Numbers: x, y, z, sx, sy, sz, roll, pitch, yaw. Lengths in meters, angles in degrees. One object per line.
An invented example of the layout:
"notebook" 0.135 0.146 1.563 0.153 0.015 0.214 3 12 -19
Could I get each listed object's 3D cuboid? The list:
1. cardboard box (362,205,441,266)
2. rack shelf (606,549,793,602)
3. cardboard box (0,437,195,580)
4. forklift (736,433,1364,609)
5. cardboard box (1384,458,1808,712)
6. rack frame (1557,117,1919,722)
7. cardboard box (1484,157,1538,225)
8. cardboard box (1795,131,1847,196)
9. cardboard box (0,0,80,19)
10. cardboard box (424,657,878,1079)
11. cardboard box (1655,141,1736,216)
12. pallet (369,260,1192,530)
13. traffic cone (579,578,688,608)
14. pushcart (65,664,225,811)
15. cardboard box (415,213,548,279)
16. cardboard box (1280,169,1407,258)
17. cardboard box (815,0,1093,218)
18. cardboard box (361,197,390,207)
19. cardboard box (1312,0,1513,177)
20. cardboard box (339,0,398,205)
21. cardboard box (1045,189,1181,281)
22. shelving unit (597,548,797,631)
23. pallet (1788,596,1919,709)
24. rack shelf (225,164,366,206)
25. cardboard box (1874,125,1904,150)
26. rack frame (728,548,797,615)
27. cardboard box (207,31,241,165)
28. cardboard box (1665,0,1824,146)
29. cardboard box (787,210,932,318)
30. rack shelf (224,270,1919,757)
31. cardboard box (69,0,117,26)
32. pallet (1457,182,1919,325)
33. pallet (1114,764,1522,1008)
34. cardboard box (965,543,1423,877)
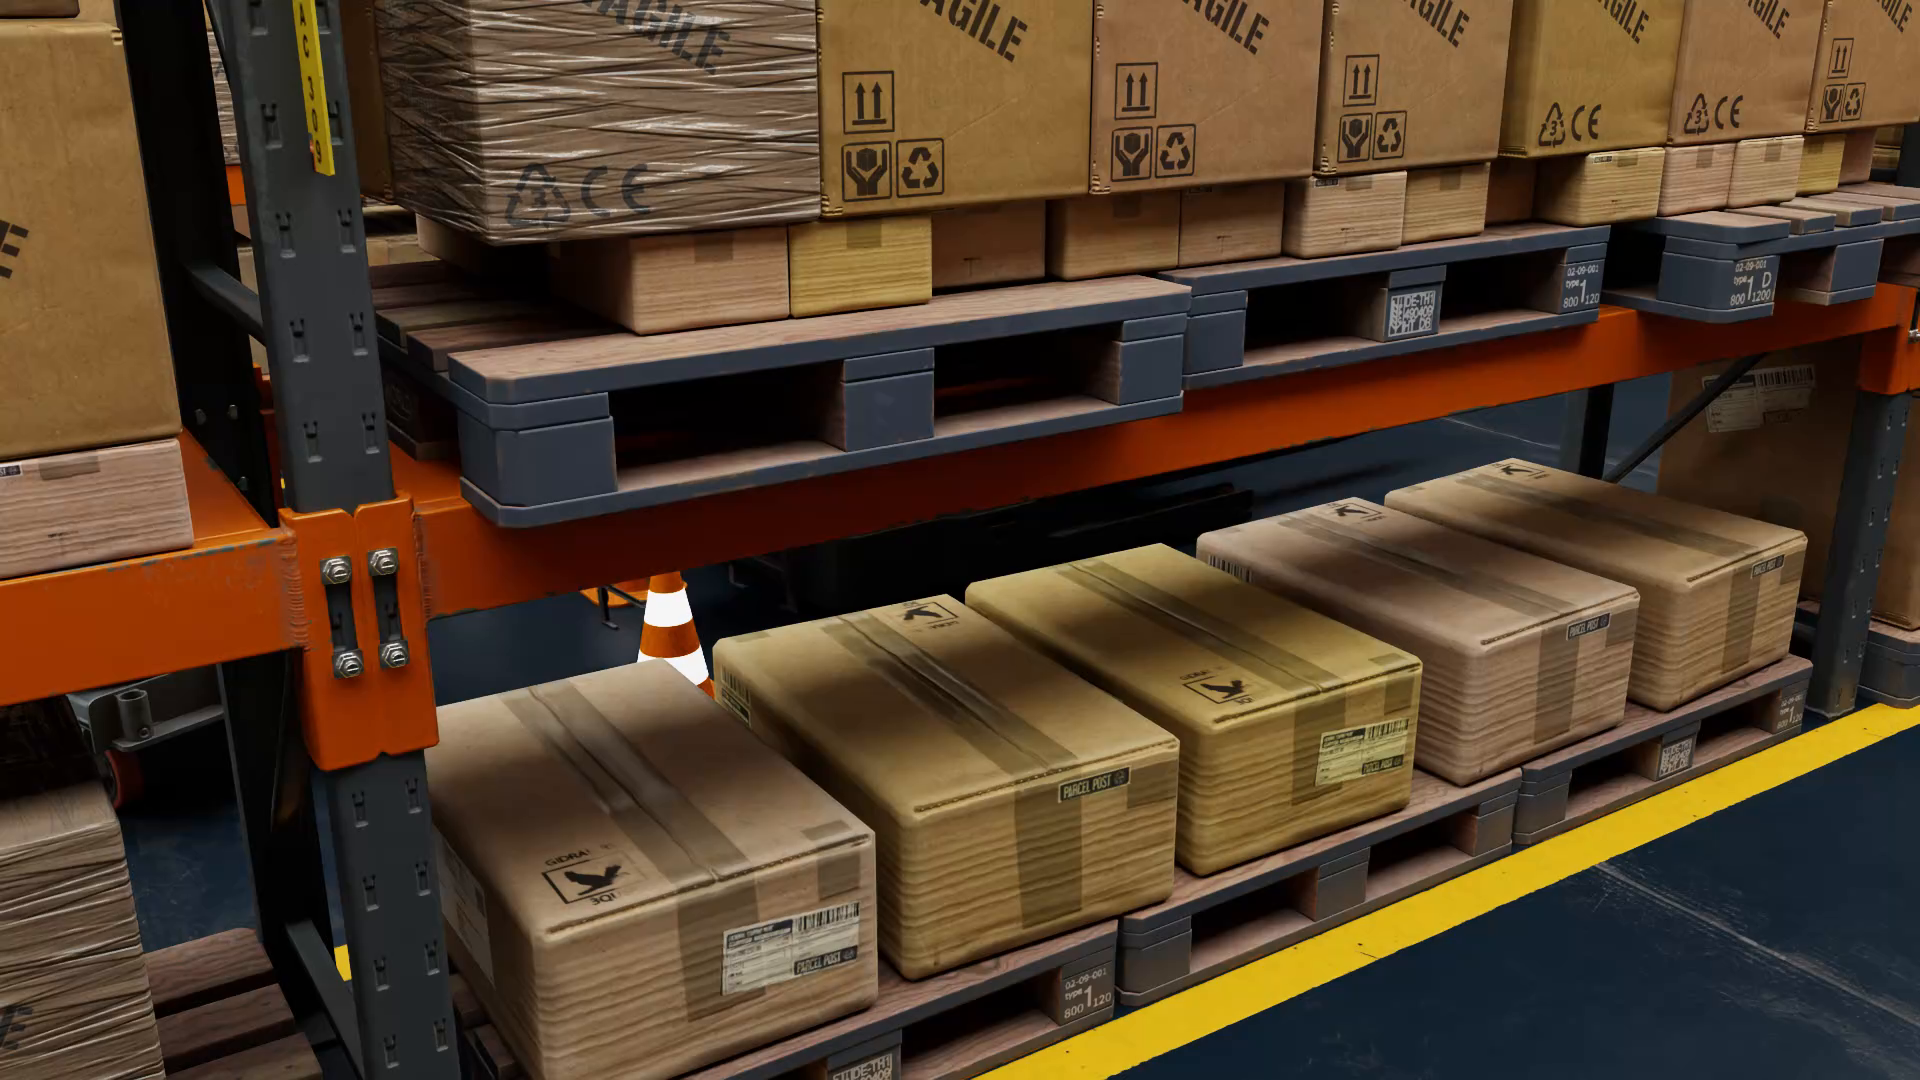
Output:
"cardboard box" -2.627 -1.086 7.631 0.750 0.750 1.050 -12 22 -31
"rack shelf" -0.870 -0.061 5.317 0.480 0.518 0.431 -18 24 -35
"cardboard box" -1.198 -0.087 2.212 0.250 0.149 0.380 -12 22 -32
"forklift" 0.502 -1.508 6.129 3.031 2.935 1.130 -13 23 -34
"cardboard box" 1.766 0.094 4.731 0.625 0.372 0.950 -14 23 -35
"rack frame" 2.244 -1.049 4.664 0.127 3.000 1.000 -12 22 -31
"cardboard box" 1.014 -0.780 3.606 0.250 0.149 0.380 -12 22 -31
"cardboard box" 1.915 -0.942 4.083 0.250 0.149 0.380 -12 22 -31
"cardboard box" -1.584 -0.987 2.299 0.500 0.500 0.700 -12 22 -32
"cardboard box" -0.660 0.608 3.209 0.625 0.372 0.950 -12 22 -31
"cardboard box" 1.515 -0.843 3.792 0.250 0.149 0.380 -13 23 -34
"pallet" -0.379 -0.349 2.894 1.213 0.211 1.003 -12 22 -31
"traffic cone" -1.139 -0.054 5.682 0.334 0.463 0.336 -12 22 -31
"pushcart" -2.393 0.297 4.778 1.648 0.377 0.936 13 23 34
"cardboard box" -0.819 -0.589 3.039 0.250 0.149 0.380 -12 22 -31
"cardboard box" 0.642 -0.659 3.248 0.250 0.149 0.380 -11 22 -29
"cardboard box" -0.130 -0.826 2.728 0.500 0.500 0.500 -12 22 -31
"cardboard box" -4.211 -2.499 12.171 0.500 0.500 0.700 -14 23 -36
"cardboard box" 0.714 -1.003 3.251 0.500 0.500 0.500 -13 23 -34
"cardboard box" -0.837 -0.874 2.871 0.500 0.500 0.500 -12 22 -32
"cardboard box" 0.184 -0.583 3.023 0.250 0.149 0.380 -12 22 -31
"shelving unit" -0.910 -0.733 5.079 0.503 2.100 0.431 -18 24 -35
"pallet" 2.944 0.153 5.462 1.213 0.211 1.003 -12 22 -31
"rack shelf" -2.233 -1.662 7.601 4.000 0.370 1.077 -12 22 -31
"cardboard box" 2.803 -1.238 4.677 0.500 0.250 0.500 -12 22 -32
"rack frame" -0.719 -0.793 5.218 0.015 2.100 0.400 -18 24 -35
"cardboard box" -2.895 -1.808 6.752 0.500 0.500 0.500 -12 22 -31
"cardboard box" 1.591 -1.188 3.798 0.500 0.500 0.500 -12 22 -32
"cardboard box" -0.248 -0.479 2.714 0.250 0.149 0.380 -11 22 -30
"rack shelf" 0.573 -0.356 3.737 4.000 0.370 1.077 -12 22 -31
"cardboard box" -3.492 -2.261 6.531 0.500 0.500 0.700 -12 22 -32
"pallet" 1.707 -0.804 4.239 1.003 0.211 1.213 -12 22 -31
"pallet" 0.572 0.623 4.073 1.213 0.211 1.003 -12 22 -31
"cardboard box" 0.518 0.358 3.950 0.625 0.372 0.950 -11 22 -30
